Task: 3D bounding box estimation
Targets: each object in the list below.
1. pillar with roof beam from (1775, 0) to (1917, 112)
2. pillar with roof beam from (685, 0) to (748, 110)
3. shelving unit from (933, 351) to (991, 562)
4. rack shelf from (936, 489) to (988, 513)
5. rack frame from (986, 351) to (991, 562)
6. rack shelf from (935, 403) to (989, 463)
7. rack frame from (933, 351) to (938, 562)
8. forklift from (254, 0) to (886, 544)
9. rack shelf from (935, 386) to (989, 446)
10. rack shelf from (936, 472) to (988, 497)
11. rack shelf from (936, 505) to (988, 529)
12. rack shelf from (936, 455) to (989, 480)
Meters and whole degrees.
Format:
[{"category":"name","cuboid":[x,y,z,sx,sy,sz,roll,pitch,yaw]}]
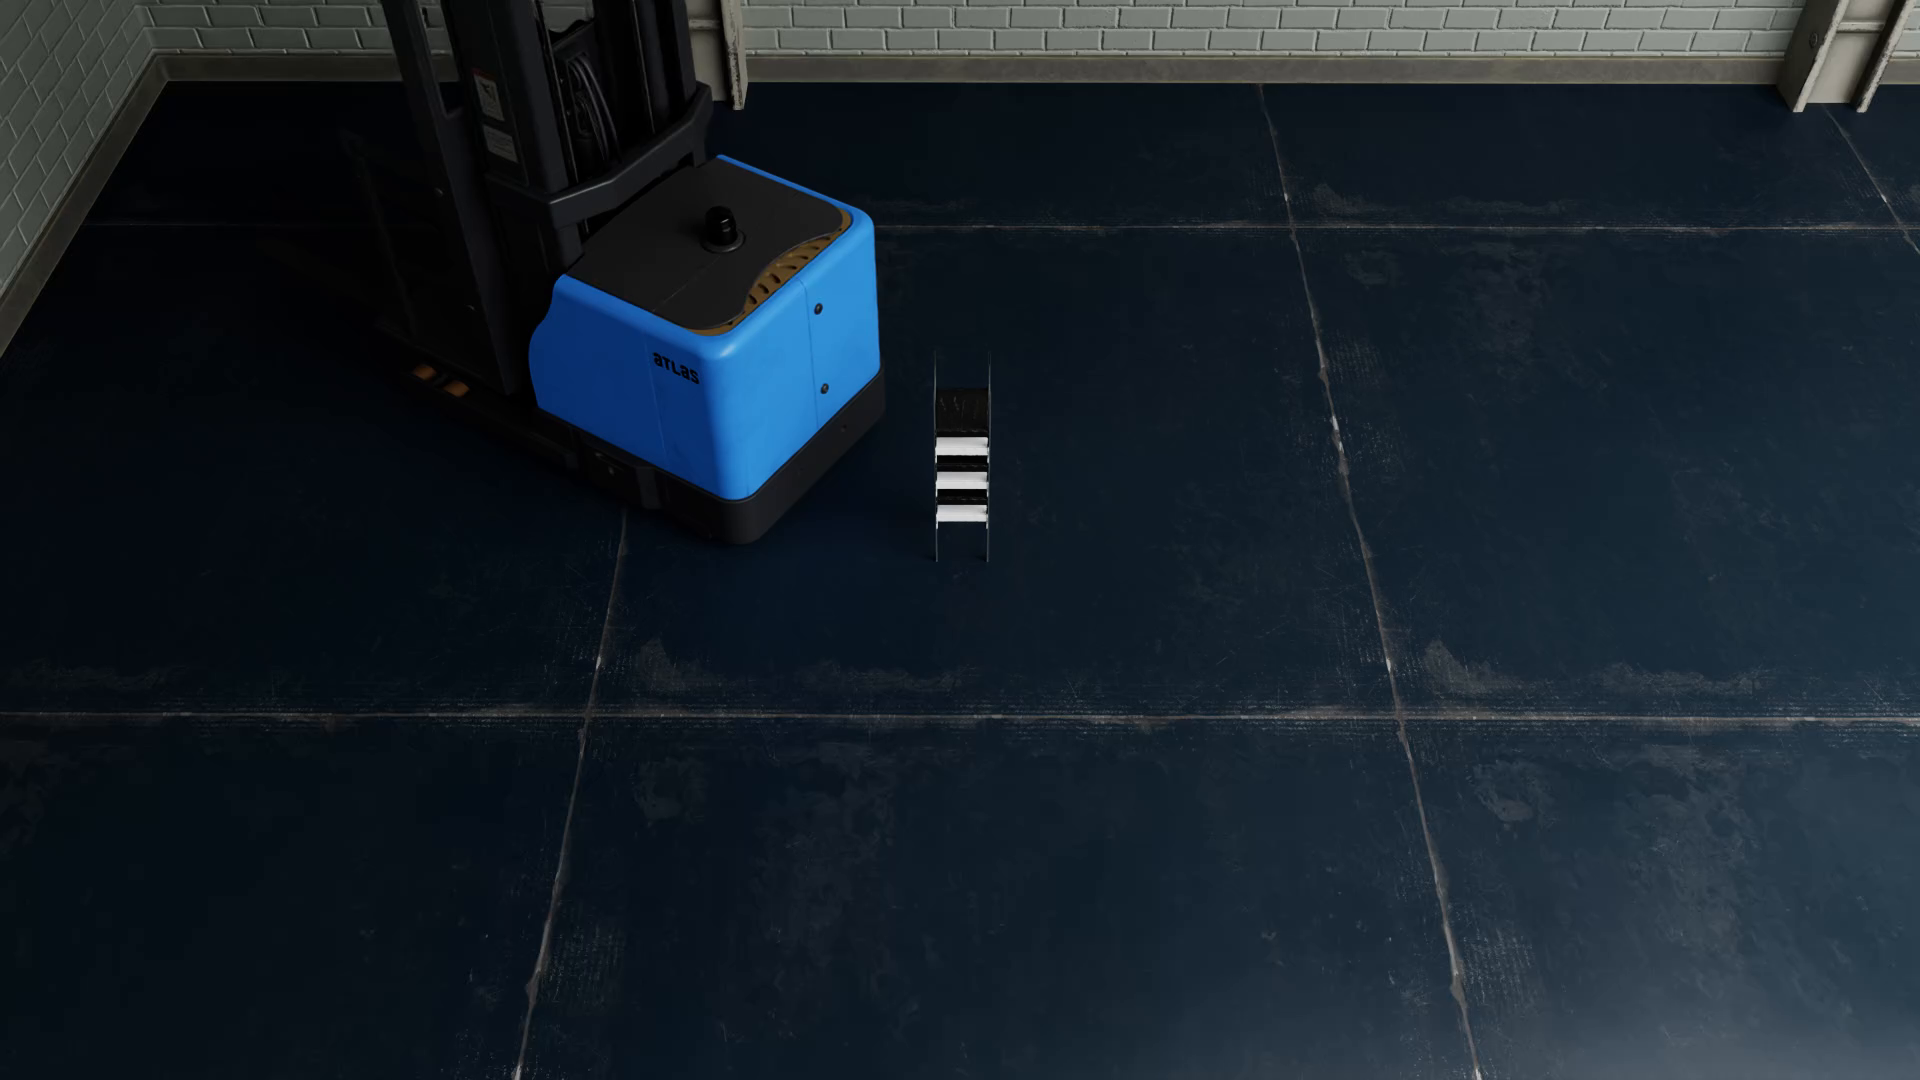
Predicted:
[{"category":"pillar with roof beam","cuboid":[4.626,-2.313,2.755,0.400,9.000,9.100,0,47,0]},{"category":"pillar with roof beam","cuboid":[-1.374,-2.329,2.770,0.400,9.000,9.100,0,47,0]},{"category":"shelving unit","cuboid":[0.008,-0.307,6.421,0.210,0.900,0.258,0,47,0]},{"category":"rack shelf","cuboid":[0.008,-0.223,6.511,0.200,0.077,0.258,0,47,0]},{"category":"rack frame","cuboid":[0.110,-0.306,6.420,0.006,0.900,0.240,0,47,0]},{"category":"rack shelf","cuboid":[0.008,-0.406,6.313,0.200,0.077,0.258,0,47,0]},{"category":"rack frame","cuboid":[-0.094,-0.307,6.421,0.006,0.900,0.240,0,47,0]},{"category":"forklift","cuboid":[-1.835,-1.827,6.448,3.031,2.935,1.130,25,52,22]},{"category":"rack shelf","cuboid":[0.008,-0.468,6.247,0.200,0.077,0.258,0,47,0]},{"category":"rack shelf","cuboid":[0.008,-0.284,6.445,0.200,0.077,0.258,0,47,0]},{"category":"rack shelf","cuboid":[0.008,-0.161,6.577,0.200,0.077,0.258,0,47,0]},{"category":"rack shelf","cuboid":[0.008,-0.345,6.379,0.200,0.077,0.258,0,47,0]}]
